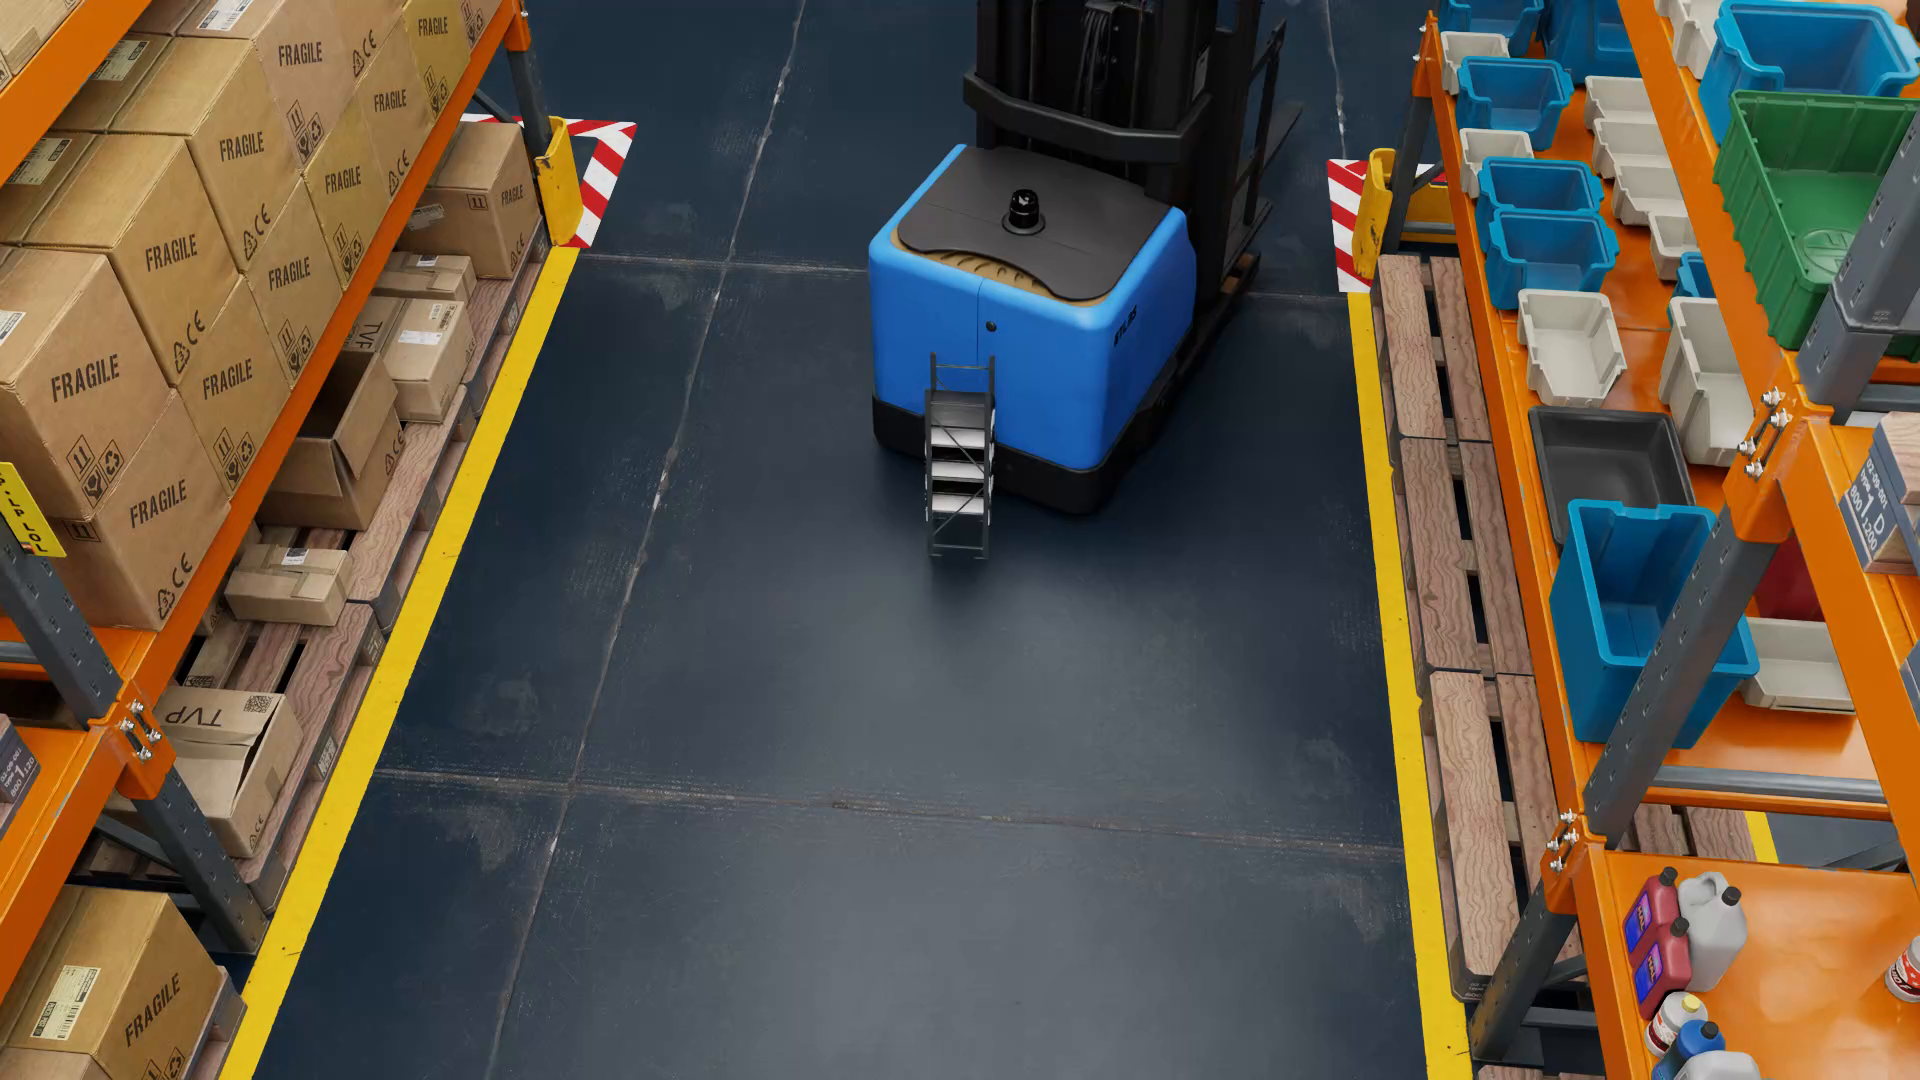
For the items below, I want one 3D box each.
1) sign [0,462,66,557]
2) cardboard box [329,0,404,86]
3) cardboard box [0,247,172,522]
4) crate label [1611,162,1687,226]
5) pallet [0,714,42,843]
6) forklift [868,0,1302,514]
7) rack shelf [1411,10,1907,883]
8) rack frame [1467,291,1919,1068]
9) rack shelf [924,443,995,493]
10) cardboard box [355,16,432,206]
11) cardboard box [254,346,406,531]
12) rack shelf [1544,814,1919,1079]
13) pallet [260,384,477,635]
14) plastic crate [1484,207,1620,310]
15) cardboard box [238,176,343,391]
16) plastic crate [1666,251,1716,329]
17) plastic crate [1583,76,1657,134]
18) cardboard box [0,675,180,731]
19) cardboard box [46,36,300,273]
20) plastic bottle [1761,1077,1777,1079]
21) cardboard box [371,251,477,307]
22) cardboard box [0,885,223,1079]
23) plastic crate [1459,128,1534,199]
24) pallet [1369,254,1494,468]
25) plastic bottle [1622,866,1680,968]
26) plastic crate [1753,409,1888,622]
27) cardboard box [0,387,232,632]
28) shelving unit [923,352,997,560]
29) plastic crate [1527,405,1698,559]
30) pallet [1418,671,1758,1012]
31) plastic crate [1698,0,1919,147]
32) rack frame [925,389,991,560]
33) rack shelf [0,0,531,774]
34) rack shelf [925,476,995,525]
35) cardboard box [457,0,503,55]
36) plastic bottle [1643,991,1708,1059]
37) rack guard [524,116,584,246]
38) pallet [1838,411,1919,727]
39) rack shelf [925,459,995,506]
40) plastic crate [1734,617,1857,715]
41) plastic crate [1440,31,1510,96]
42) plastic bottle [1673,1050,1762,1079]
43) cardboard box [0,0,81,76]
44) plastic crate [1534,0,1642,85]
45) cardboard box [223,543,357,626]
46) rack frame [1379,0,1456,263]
[{"bbox_3d":[-2.261,-0.072,3.998,0.100,0.325,0.005,4,48,4],"label":"sign"},{"bbox_3d":[-2.304,-1.928,5.735,0.500,0.500,0.500,5,48,5],"label":"cardboard box"},{"bbox_3d":[-2.491,-0.414,4.351,0.500,0.500,0.500,5,48,5],"label":"cardboard box"},{"bbox_3d":[2.547,-1.221,5.972,0.396,0.136,0.243,4,48,4],"label":"crate label"},{"bbox_3d":[-2.995,0.929,3.998,1.003,0.211,1.213,4,48,4],"label":"pallet"},{"bbox_3d":[0.756,-2.189,6.766,1.130,2.935,3.031,21,51,18],"label":"forklift"},{"bbox_3d":[2.301,-0.607,5.760,1.077,0.370,4.000,4,48,4],"label":"rack shelf"},{"bbox_3d":[2.119,0.620,4.150,1.000,3.000,0.127,4,48,4],"label":"rack frame"},{"bbox_3d":[0.001,-0.287,6.448,0.258,0.077,0.200,4,48,4],"label":"rack shelf"},{"bbox_3d":[-2.314,-1.594,6.107,0.500,0.500,0.500,4,48,4],"label":"cardboard box"},{"bbox_3d":[-2.648,-0.403,6.479,0.797,0.503,0.637,4,48,4],"label":"cardboard box"},{"bbox_3d":[1.936,2.333,3.071,1.077,0.370,4.000,4,48,4],"label":"rack shelf"},{"bbox_3d":[-2.642,-0.178,6.770,1.003,0.211,1.213,4,48,4],"label":"pallet"},{"bbox_3d":[1.986,-0.936,5.646,0.416,0.233,0.300,4,48,4],"label":"plastic crate"},{"bbox_3d":[-2.405,-0.850,5.426,0.500,0.500,0.500,4,48,3],"label":"cardboard box"},{"bbox_3d":[2.551,-0.757,5.482,0.416,0.233,0.300,4,48,4],"label":"plastic crate"},{"bbox_3d":[2.589,-1.639,6.354,0.396,0.136,0.243,4,48,4],"label":"plastic crate"},{"bbox_3d":[-3.044,0.542,5.618,0.500,0.500,0.500,4,48,4],"label":"cardboard box"},{"bbox_3d":[-2.397,-1.171,5.043,0.500,0.500,0.500,3,48,2],"label":"cardboard box"},{"bbox_3d":[1.790,1.265,3.695,0.097,0.201,0.097,0,48,0],"label":"plastic bottle"},{"bbox_3d":[-2.380,-1.140,7.381,0.380,0.166,0.250,4,48,4],"label":"cardboard box"},{"bbox_3d":[-2.573,1.361,4.868,0.500,0.500,0.500,4,48,3],"label":"cardboard box"},{"bbox_3d":[1.959,-1.362,6.101,0.250,0.136,0.298,4,48,4],"label":"plastic crate"},{"bbox_3d":[2.369,-0.775,7.315,1.003,0.211,1.213,4,48,4],"label":"pallet"},{"bbox_3d":[1.660,0.900,3.973,0.061,0.283,0.133,4,48,4],"label":"plastic bottle"},{"bbox_3d":[2.450,-0.061,4.689,0.402,0.464,0.583,4,48,4],"label":"plastic crate"},{"bbox_3d":[-2.496,-0.106,4.746,0.500,0.500,0.500,5,48,5],"label":"cardboard box"},{"bbox_3d":[0.001,-0.310,6.423,0.258,0.900,0.210,4,48,4],"label":"shelving unit"},{"bbox_3d":[1.953,-0.148,4.998,0.437,0.125,0.590,4,48,4],"label":"plastic crate"},{"bbox_3d":[2.147,1.018,5.676,1.003,0.211,1.213,4,48,4],"label":"pallet"},{"bbox_3d":[1.884,-1.026,3.736,0.416,0.233,0.300,4,48,4],"label":"plastic crate"},{"bbox_3d":[-0.009,-0.235,6.355,0.240,0.900,0.006,4,48,4],"label":"rack frame"},{"bbox_3d":[-2.631,-0.943,6.067,1.077,0.370,4.000,4,48,4],"label":"rack shelf"},{"bbox_3d":[0.001,-0.166,6.581,0.258,0.077,0.200,4,48,4],"label":"rack shelf"},{"bbox_3d":[-2.219,-2.341,6.791,0.500,0.500,0.500,5,48,5],"label":"cardboard box"},{"bbox_3d":[1.656,1.112,3.835,0.097,0.201,0.097,0,48,0],"label":"plastic bottle"},{"bbox_3d":[-2.456,-1.756,8.017,1.175,0.500,0.348,4,48,4],"label":"rack guard"},{"bbox_3d":[2.145,0.254,2.580,1.213,0.211,1.003,4,48,4],"label":"pallet"},{"bbox_3d":[0.001,-0.226,6.514,0.258,0.077,0.200,4,48,4],"label":"rack shelf"},{"bbox_3d":[2.303,0.357,4.529,0.396,0.136,0.243,4,48,4],"label":"plastic crate"},{"bbox_3d":[2.021,-1.861,6.557,0.250,0.136,0.298,4,48,4],"label":"plastic crate"},{"bbox_3d":[1.664,1.245,3.662,0.152,0.276,0.135,4,48,4],"label":"plastic bottle"},{"bbox_3d":[-2.473,-1.385,4.053,0.500,0.250,0.500,4,48,4],"label":"cardboard box"},{"bbox_3d":[2.639,-2.093,6.567,0.616,0.435,0.499,4,48,4],"label":"plastic crate"},{"bbox_3d":[-2.491,0.162,6.191,0.380,0.166,0.250,4,48,4],"label":"cardboard box"},{"bbox_3d":[2.483,-2.319,6.838,1.000,3.000,0.127,4,48,4],"label":"rack frame"}]
